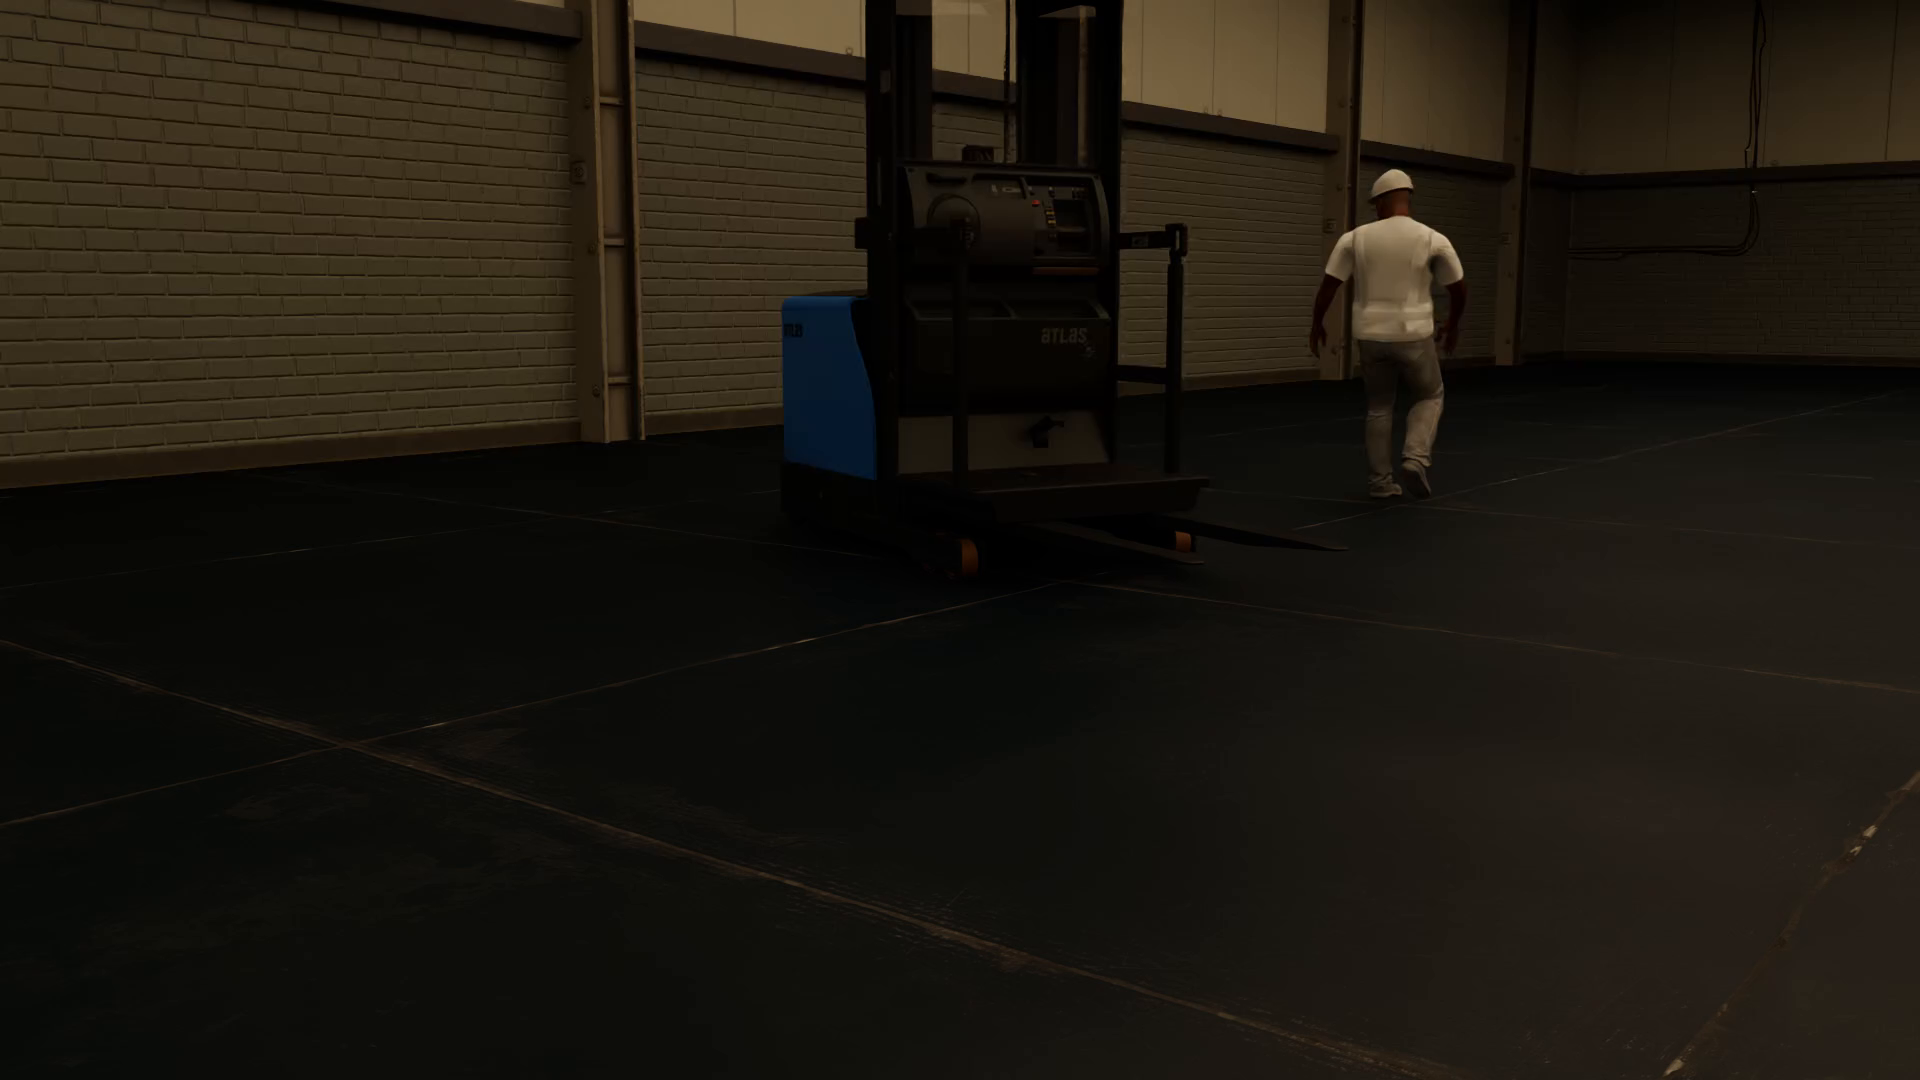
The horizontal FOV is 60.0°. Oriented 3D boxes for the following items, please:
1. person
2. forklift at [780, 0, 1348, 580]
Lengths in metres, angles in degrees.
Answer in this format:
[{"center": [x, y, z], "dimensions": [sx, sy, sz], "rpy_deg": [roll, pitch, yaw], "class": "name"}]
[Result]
[{"center": [2.275, -1.085, 8.852], "dimensions": [0.816, 1.732, 0.490], "rpy_deg": [5, 10, 31], "class": "person"}, {"center": [0.306, -1.370, 6.642], "dimensions": [1.130, 2.935, 3.031], "rpy_deg": [-5, 9, -28], "class": "forklift"}]
